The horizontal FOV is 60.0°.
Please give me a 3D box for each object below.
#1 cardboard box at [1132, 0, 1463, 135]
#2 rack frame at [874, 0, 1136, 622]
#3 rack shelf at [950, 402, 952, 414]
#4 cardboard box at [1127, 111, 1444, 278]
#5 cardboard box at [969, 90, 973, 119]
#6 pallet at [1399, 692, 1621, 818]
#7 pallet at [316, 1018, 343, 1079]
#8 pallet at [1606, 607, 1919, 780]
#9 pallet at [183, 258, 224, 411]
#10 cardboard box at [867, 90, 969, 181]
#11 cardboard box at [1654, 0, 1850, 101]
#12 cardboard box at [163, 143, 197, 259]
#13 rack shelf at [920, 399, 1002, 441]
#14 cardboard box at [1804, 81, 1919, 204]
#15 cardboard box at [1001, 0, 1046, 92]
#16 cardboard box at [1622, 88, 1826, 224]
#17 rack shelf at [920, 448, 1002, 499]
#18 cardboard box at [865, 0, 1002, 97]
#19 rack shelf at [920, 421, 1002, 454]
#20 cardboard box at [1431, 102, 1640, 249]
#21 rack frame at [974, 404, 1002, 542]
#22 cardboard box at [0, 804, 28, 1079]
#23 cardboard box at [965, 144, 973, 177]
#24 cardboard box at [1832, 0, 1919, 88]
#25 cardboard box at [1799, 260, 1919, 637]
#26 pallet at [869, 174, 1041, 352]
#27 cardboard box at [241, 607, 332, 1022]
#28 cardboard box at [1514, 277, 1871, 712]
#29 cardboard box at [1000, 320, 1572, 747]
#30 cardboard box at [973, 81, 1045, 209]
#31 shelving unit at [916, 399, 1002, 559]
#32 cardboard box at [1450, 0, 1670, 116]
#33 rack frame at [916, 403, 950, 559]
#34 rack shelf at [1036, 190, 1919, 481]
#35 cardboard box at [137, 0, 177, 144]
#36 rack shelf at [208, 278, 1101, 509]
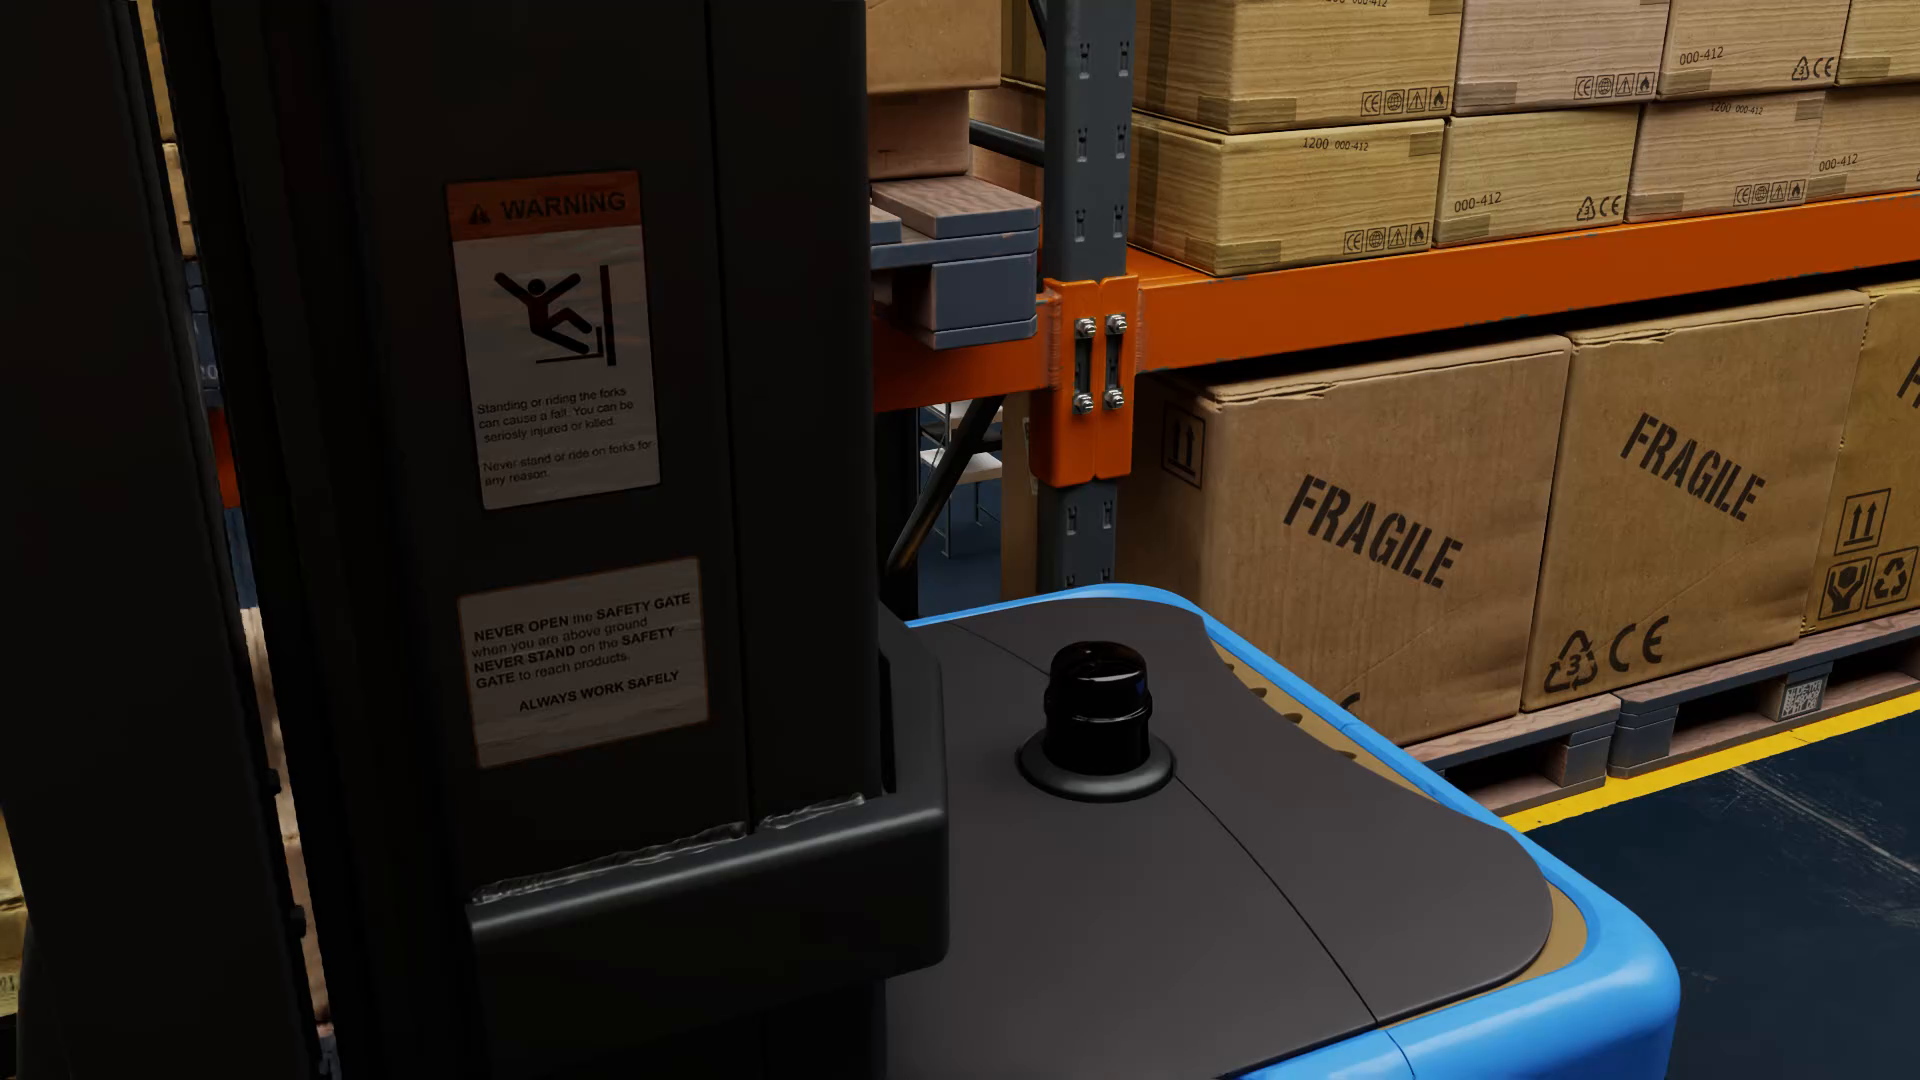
[{"bbox_3d":[0.584,-0.946,3.157,0.500,0.250,0.500,-11,25,-24],"label":"cardboard box"},{"bbox_3d":[0.021,-0.786,3.226,0.127,3.000,1.000,-10,25,-24],"label":"rack frame"},{"bbox_3d":[0.007,-0.469,5.059,0.200,0.077,0.258,-10,25,-24],"label":"rack shelf"},{"bbox_3d":[0.571,-0.711,3.241,0.500,0.250,0.500,-11,25,-25],"label":"cardboard box"},{"bbox_3d":[-0.114,-2.140,8.237,0.500,0.250,0.500,-12,25,-26],"label":"cardboard box"},{"bbox_3d":[0.764,0.398,4.013,1.213,0.211,1.003,-10,25,-24],"label":"pallet"},{"bbox_3d":[-1.782,0.833,2.962,1.213,0.211,1.003,-10,25,-24],"label":"pallet"},{"bbox_3d":[1.862,0.197,4.498,1.213,0.211,1.003,-10,25,-24],"label":"pallet"},{"bbox_3d":[-1.745,-0.355,2.435,1.213,0.211,1.003,-10,25,-24],"label":"pallet"},{"bbox_3d":[-0.173,-0.728,2.867,0.250,0.149,0.380,-9,24,-22],"label":"cardboard box"},{"bbox_3d":[1.505,-1.110,3.552,0.500,0.250,0.500,-11,25,-24],"label":"cardboard box"},{"bbox_3d":[-1.063,-0.512,2.344,0.250,0.149,0.380,-10,24,-23],"label":"cardboard box"},{"bbox_3d":[0.007,-0.386,5.094,0.200,0.077,0.258,-10,25,-24],"label":"rack shelf"},{"bbox_3d":[1.944,-0.970,3.868,0.500,0.250,0.500,-10,25,-24],"label":"cardboard box"},{"bbox_3d":[0.347,-1.115,3.565,0.500,0.250,0.500,-11,25,-24],"label":"cardboard box"},{"bbox_3d":[1.501,-0.887,3.667,0.500,0.250,0.500,-10,24,-22],"label":"cardboard box"},{"bbox_3d":[0.007,-0.220,5.163,0.200,0.077,0.258,-10,25,-24],"label":"rack shelf"},{"bbox_3d":[-0.268,-0.992,2.656,0.500,0.500,0.500,-11,25,-25],"label":"cardboard box"},{"bbox_3d":[0.007,-0.303,5.128,0.200,0.077,0.258,-10,25,-24],"label":"rack shelf"},{"bbox_3d":[1.026,-0.802,3.462,0.500,0.250,0.500,-11,25,-25],"label":"cardboard box"},{"bbox_3d":[0.099,-0.434,5.122,0.006,0.900,0.240,-10,25,-24],"label":"rack frame"},{"bbox_3d":[-1.840,0.574,2.829,0.625,0.372,0.950,-10,24,-22],"label":"cardboard box"},{"bbox_3d":[-0.097,-1.799,8.394,0.500,0.500,0.500,-11,25,-25],"label":"cardboard box"},{"bbox_3d":[1.968,-1.190,3.745,0.500,0.250,0.500,-10,24,-23],"label":"cardboard box"},{"bbox_3d":[2.290,-0.379,4.472,0.875,0.875,0.875,-10,24,-22],"label":"cardboard box"},{"bbox_3d":[-0.575,-0.542,2.889,1.003,0.211,1.213,-10,25,-24],"label":"pallet"},{"bbox_3d":[-1.154,0.450,3.128,0.625,0.372,0.950,-11,25,-25],"label":"cardboard box"},{"bbox_3d":[1.485,-0.230,4.114,0.875,0.875,0.875,-10,25,-23],"label":"cardboard box"},{"bbox_3d":[0.679,-0.084,3.760,0.875,0.875,0.875,-11,25,-24],"label":"cardboard box"},{"bbox_3d":[0.364,-0.890,3.674,0.500,0.250,0.500,-11,25,-25],"label":"cardboard box"},{"bbox_3d":[0.007,-0.417,5.081,0.210,0.900,0.258,-10,25,-24],"label":"shelving unit"},{"bbox_3d":[1.051,-1.032,3.363,0.500,0.250,0.500,-10,24,-22],"label":"cardboard box"},{"bbox_3d":[-0.084,-0.400,5.040,0.006,0.900,0.240,-10,25,-24],"label":"rack frame"},{"bbox_3d":[1.823,-0.785,4.165,4.000,0.370,1.077,-10,25,-24],"label":"rack shelf"},{"bbox_3d":[-1.184,-0.818,2.237,0.500,0.500,0.500,-12,25,-27],"label":"cardboard box"},{"bbox_3d":[-1.781,-0.122,2.562,4.000,0.370,1.077,-10,25,-24],"label":"rack shelf"}]
